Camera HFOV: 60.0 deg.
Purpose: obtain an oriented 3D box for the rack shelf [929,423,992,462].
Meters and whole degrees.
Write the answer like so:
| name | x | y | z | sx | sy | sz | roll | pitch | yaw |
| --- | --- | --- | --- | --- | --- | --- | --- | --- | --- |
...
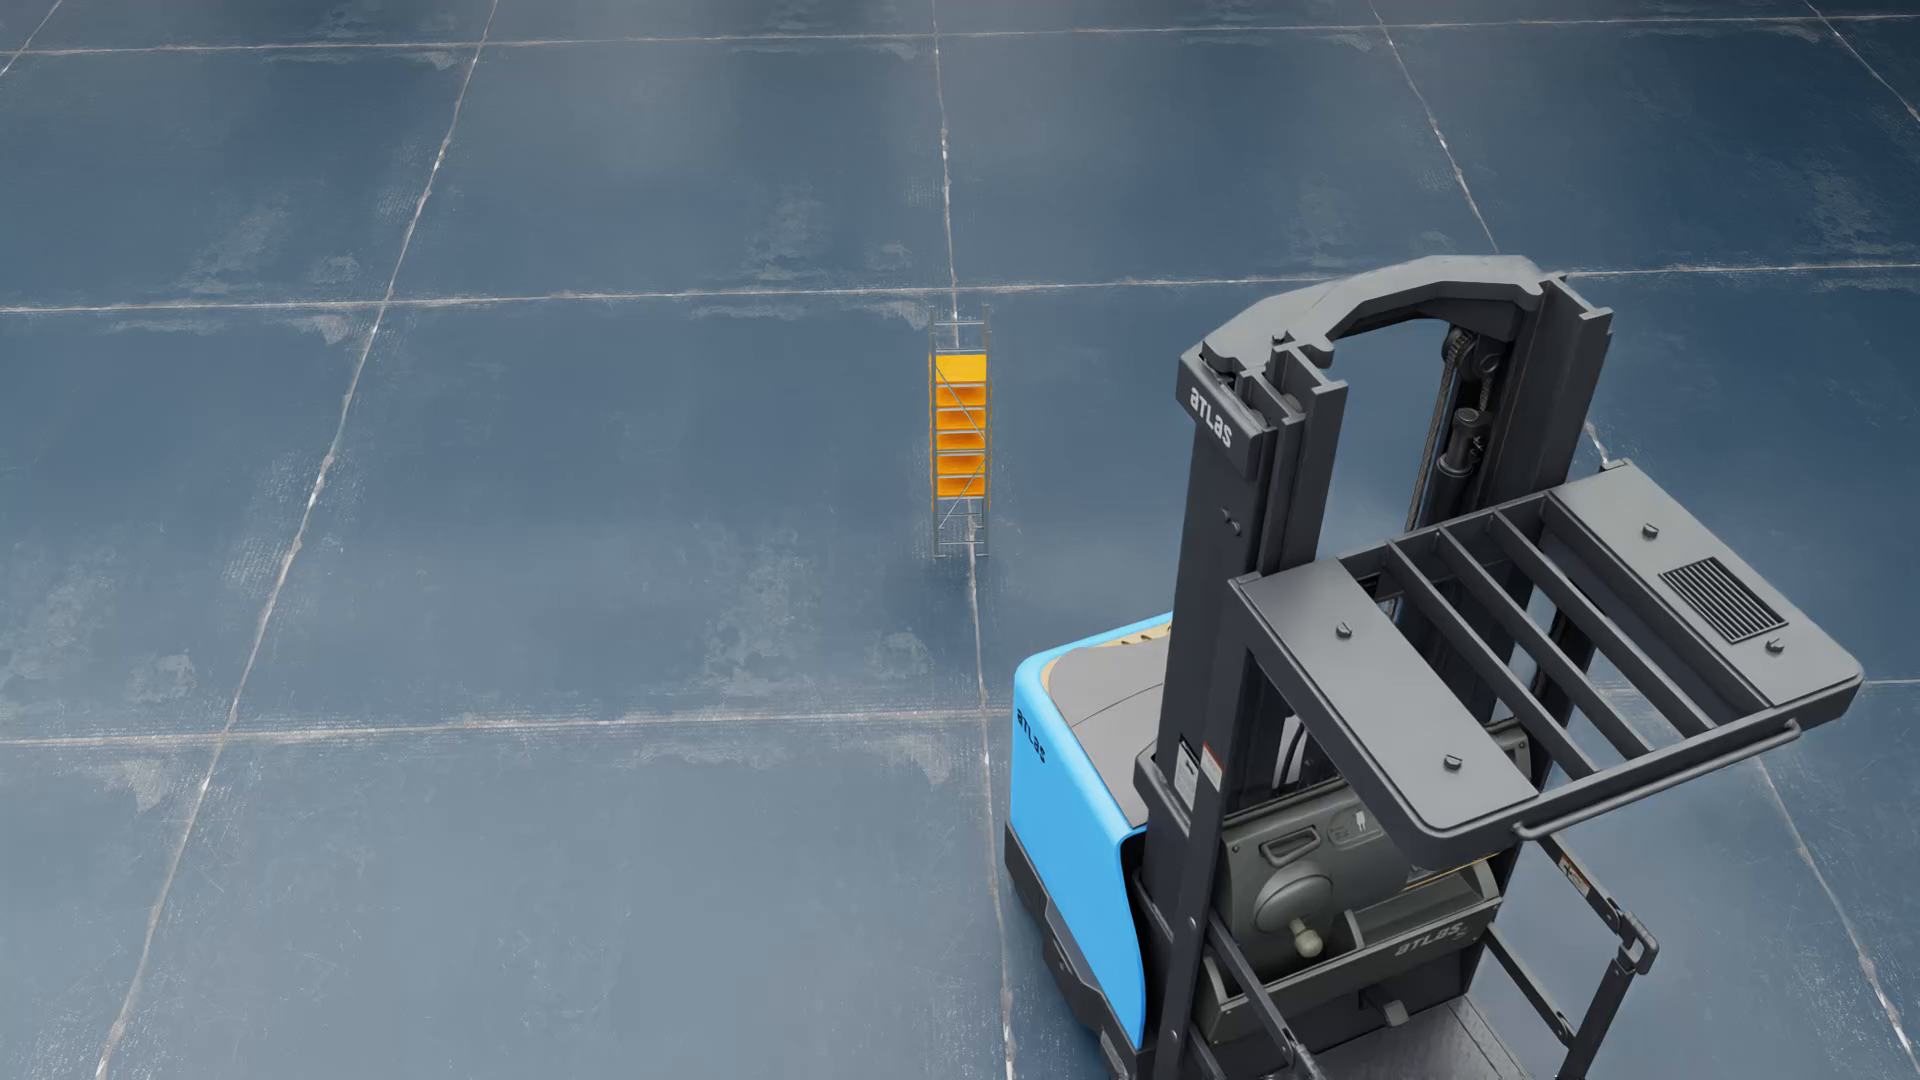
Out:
| name | x | y | z | sx | sy | sz | roll | pitch | yaw |
| --- | --- | --- | --- | --- | --- | --- | --- | --- | --- |
| rack shelf | 0.001 | -0.400 | 7.014 | 0.258 | 0.103 | 0.180 | -2 | 43 | -2 |

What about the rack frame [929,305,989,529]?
| name | x | y | z | sx | sy | sz | roll | pitch | yaw |
| --- | --- | --- | --- | --- | --- | --- | --- | --- | --- |
| rack frame | -0.003 | -0.494 | 7.051 | 0.240 | 1.200 | 0.006 | -2 | 43 | -2 |

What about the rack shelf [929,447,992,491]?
| name | x | y | z | sx | sy | sz | roll | pitch | yaw |
| --- | --- | --- | --- | --- | --- | --- | --- | --- | --- |
| rack shelf | 0.001 | -0.311 | 7.095 | 0.258 | 0.103 | 0.180 | -2 | 43 | -2 |

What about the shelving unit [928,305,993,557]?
| name | x | y | z | sx | sy | sz | roll | pitch | yaw |
| --- | --- | --- | --- | --- | --- | --- | --- | --- | --- |
| shelving unit | 0.001 | -0.433 | 6.984 | 0.258 | 1.200 | 0.189 | -2 | 43 | -2 |

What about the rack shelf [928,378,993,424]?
| name | x | y | z | sx | sy | sz | roll | pitch | yaw |
| --- | --- | --- | --- | --- | --- | --- | --- | --- | --- |
| rack shelf | 0.001 | -0.577 | 6.851 | 0.258 | 0.103 | 0.180 | -2 | 43 | -2 |

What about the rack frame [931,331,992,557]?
| name | x | y | z | sx | sy | sz | roll | pitch | yaw |
| --- | --- | --- | --- | --- | --- | --- | --- | --- | --- |
| rack frame | 0.005 | -0.371 | 6.916 | 0.240 | 1.200 | 0.006 | -2 | 43 | -2 |

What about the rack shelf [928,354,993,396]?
| name | x | y | z | sx | sy | sz | roll | pitch | yaw |
| --- | --- | --- | --- | --- | --- | --- | --- | --- | --- |
| rack shelf | 0.001 | -0.665 | 6.770 | 0.258 | 0.103 | 0.180 | -2 | 43 | -2 |

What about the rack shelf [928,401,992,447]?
| name | x | y | z | sx | sy | sz | roll | pitch | yaw |
| --- | --- | --- | --- | --- | --- | --- | --- | --- | --- |
| rack shelf | 0.001 | -0.488 | 6.933 | 0.258 | 0.103 | 0.180 | -2 | 43 | -2 |

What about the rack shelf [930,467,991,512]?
| name | x | y | z | sx | sy | sz | roll | pitch | yaw |
| --- | --- | --- | --- | --- | --- | --- | --- | --- | --- |
| rack shelf | 0.001 | -0.223 | 7.176 | 0.258 | 0.103 | 0.180 | -2 | 43 | -2 |

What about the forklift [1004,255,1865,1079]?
| name | x | y | z | sx | sy | sz | roll | pitch | yaw |
| --- | --- | --- | --- | --- | --- | --- | --- | --- | --- |
| forklift | 1.200 | 0.892 | 4.258 | 1.130 | 2.935 | 3.031 | -16 | 45 | -17 |
